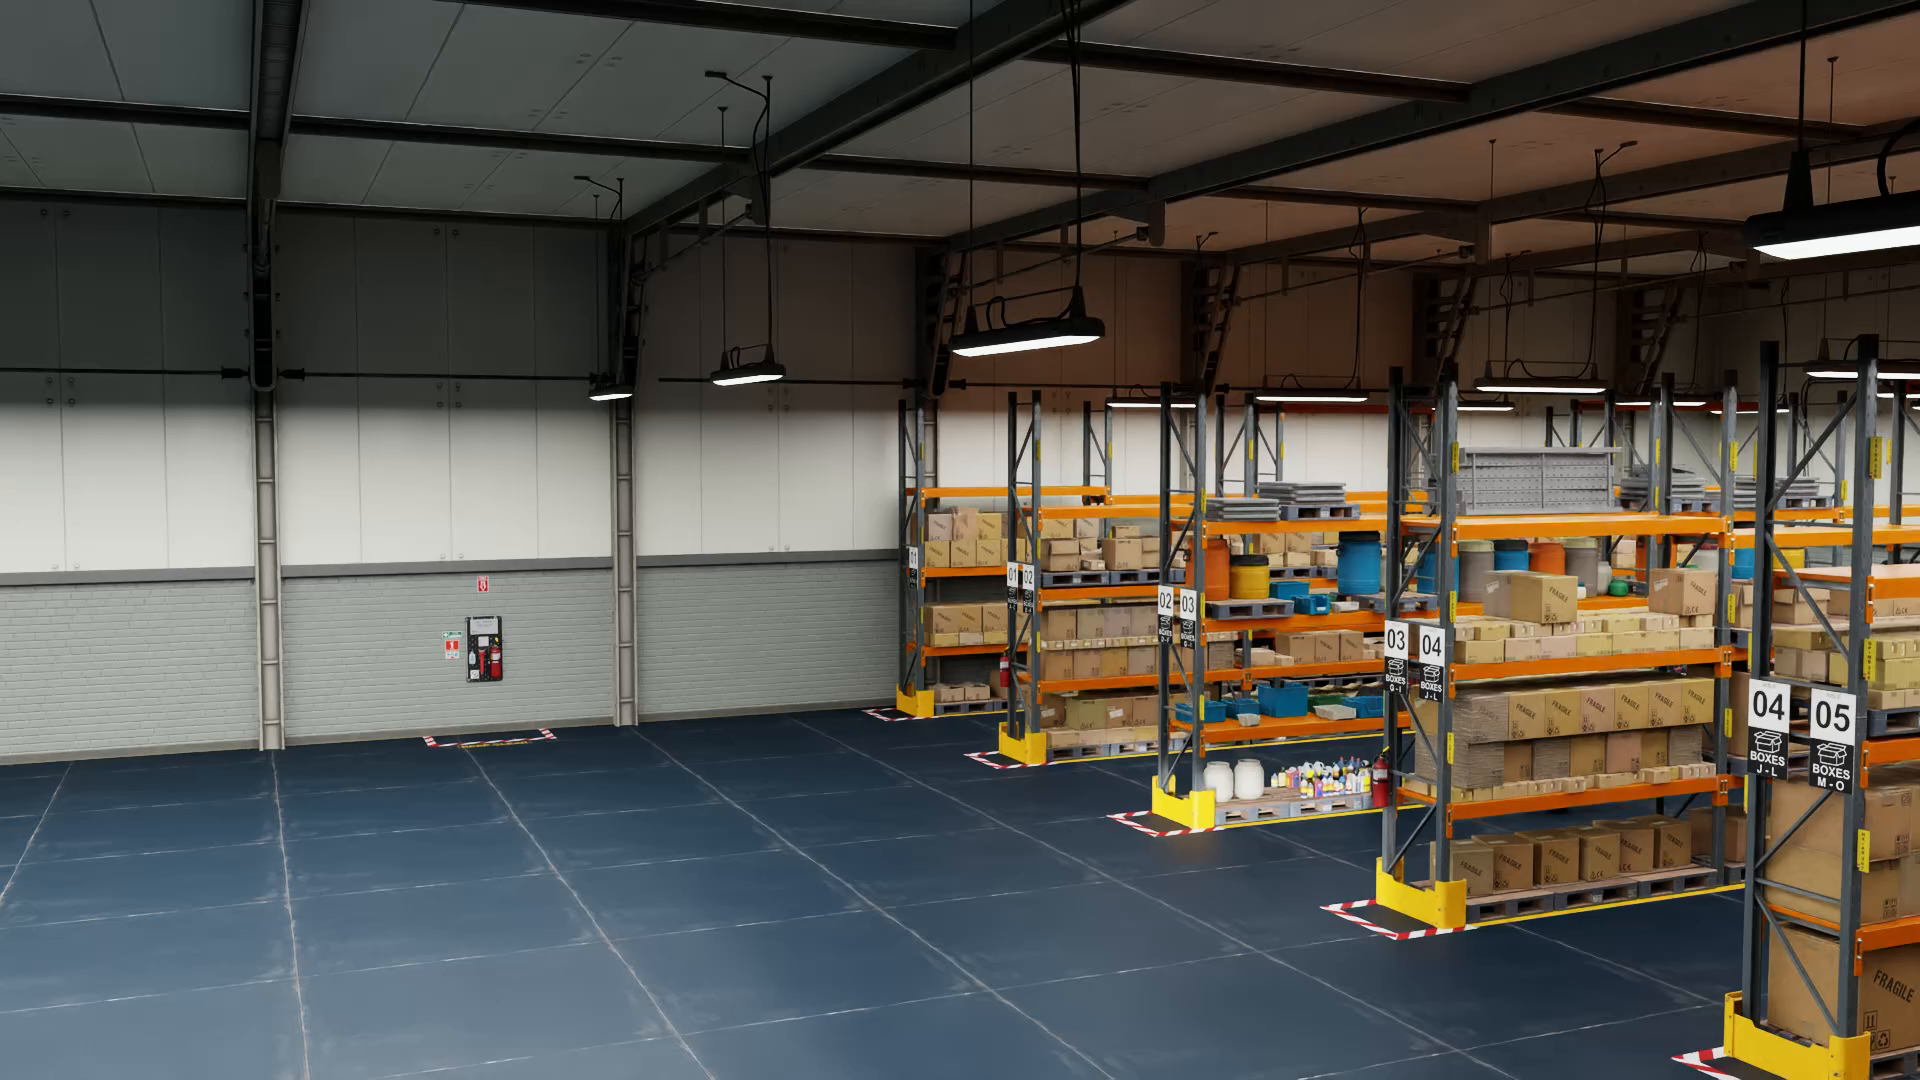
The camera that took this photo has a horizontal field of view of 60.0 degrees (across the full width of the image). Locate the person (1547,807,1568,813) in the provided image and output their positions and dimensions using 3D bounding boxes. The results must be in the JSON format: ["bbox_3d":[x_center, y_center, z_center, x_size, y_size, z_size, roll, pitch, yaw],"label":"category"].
[{"bbox_3d":[8.182,2.994,23.115,0.703,1.632,0.709,-1,3,-13],"label":"person"}]
